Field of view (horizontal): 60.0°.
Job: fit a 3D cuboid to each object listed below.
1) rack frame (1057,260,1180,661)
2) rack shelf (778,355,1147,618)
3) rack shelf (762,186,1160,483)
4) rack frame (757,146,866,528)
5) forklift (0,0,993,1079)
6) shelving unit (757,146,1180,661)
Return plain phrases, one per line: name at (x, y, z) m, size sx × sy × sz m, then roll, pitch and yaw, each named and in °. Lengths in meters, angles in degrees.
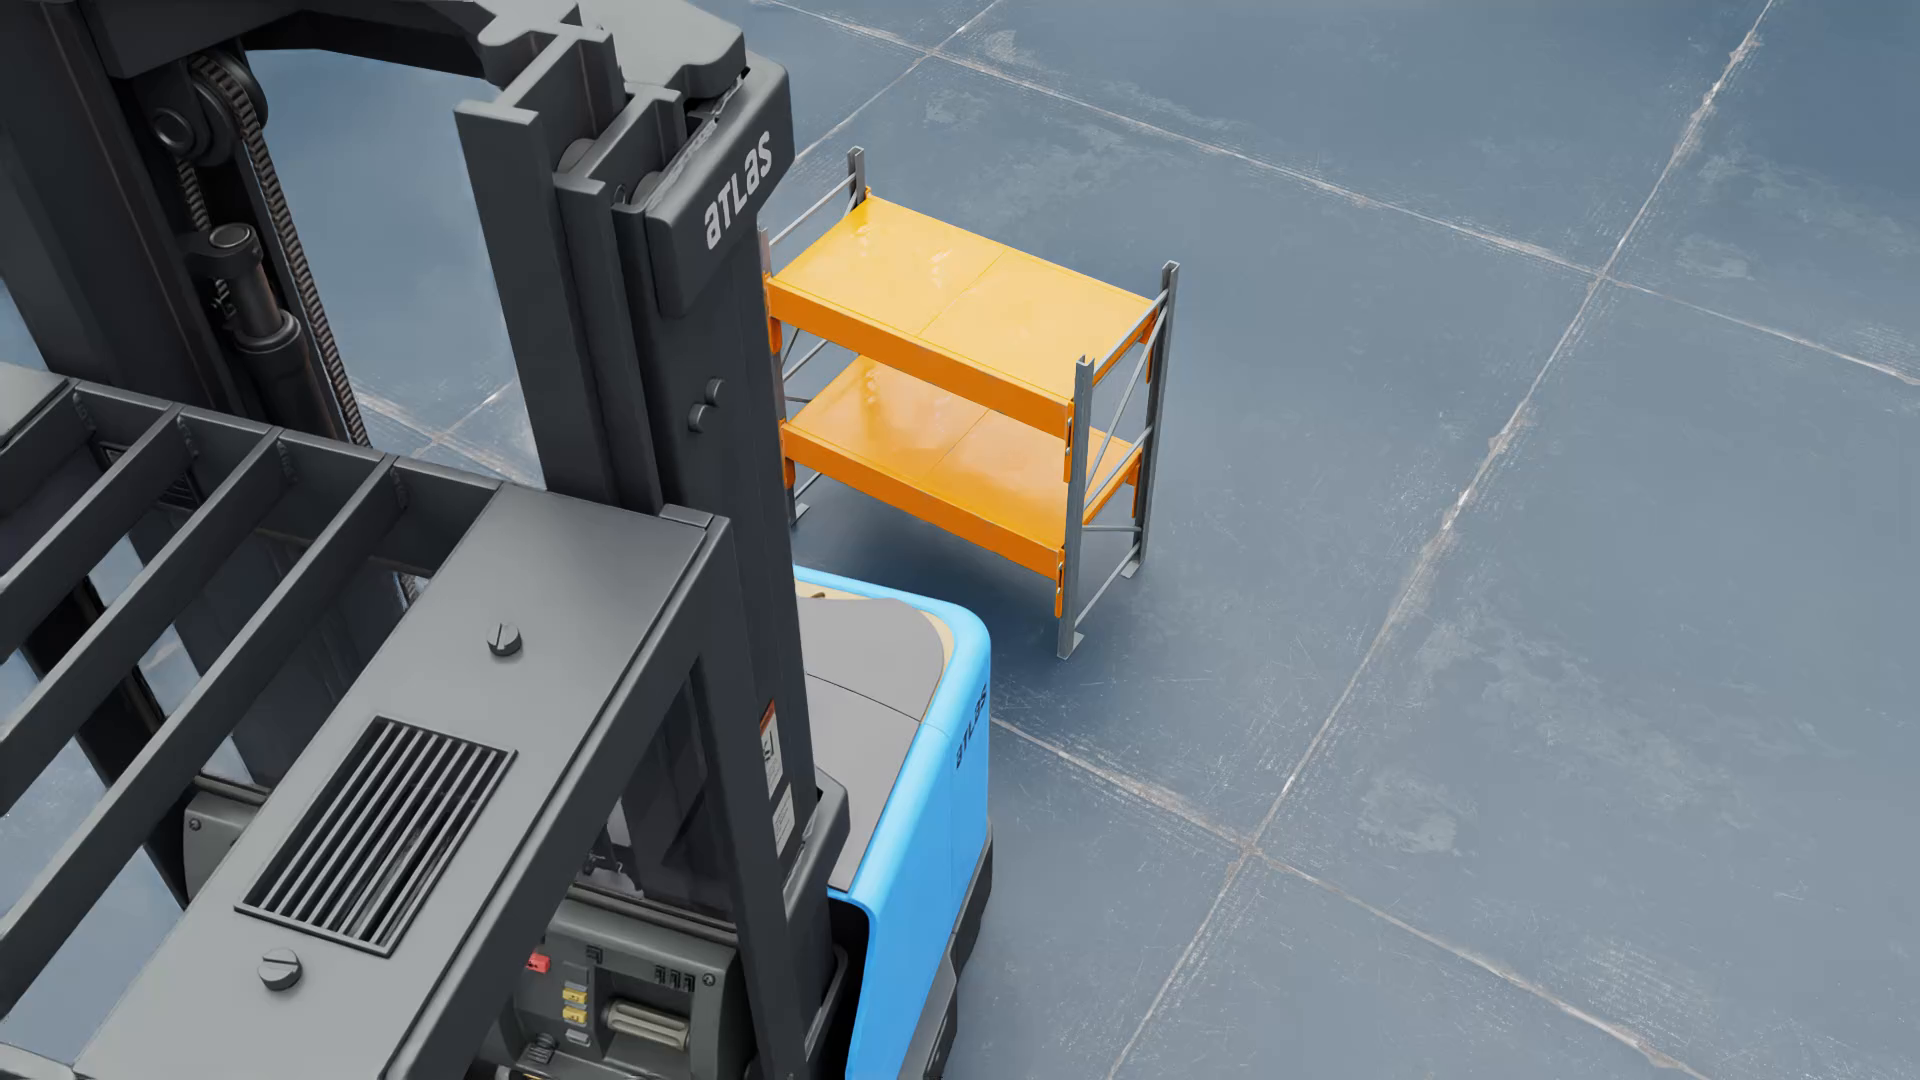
rack frame at (0.434, -0.193, 4.653) m, size 0.032 × 1.125 × 0.500 m, roll 25°, pitch 51°, yaw 22°
rack shelf at (0.006, -0.219, 5.019) m, size 1.000 × 0.278 × 0.538 m, roll 25°, pitch 51°, yaw 22°
rack shelf at (0.006, -0.593, 4.634) m, size 1.000 × 0.278 × 0.538 m, roll 25°, pitch 51°, yaw 22°
rack frame at (-0.422, -0.586, 5.035) m, size 0.032 × 1.125 × 0.500 m, roll 25°, pitch 51°, yaw 22°
forklift at (-0.857, 0.781, 2.447) m, size 1.130 × 2.935 × 3.031 m, roll 13°, pitch 47°, yaw 12°
shelving unit at (0.006, -0.389, 4.844) m, size 1.048 × 1.125 × 0.538 m, roll 25°, pitch 51°, yaw 22°
